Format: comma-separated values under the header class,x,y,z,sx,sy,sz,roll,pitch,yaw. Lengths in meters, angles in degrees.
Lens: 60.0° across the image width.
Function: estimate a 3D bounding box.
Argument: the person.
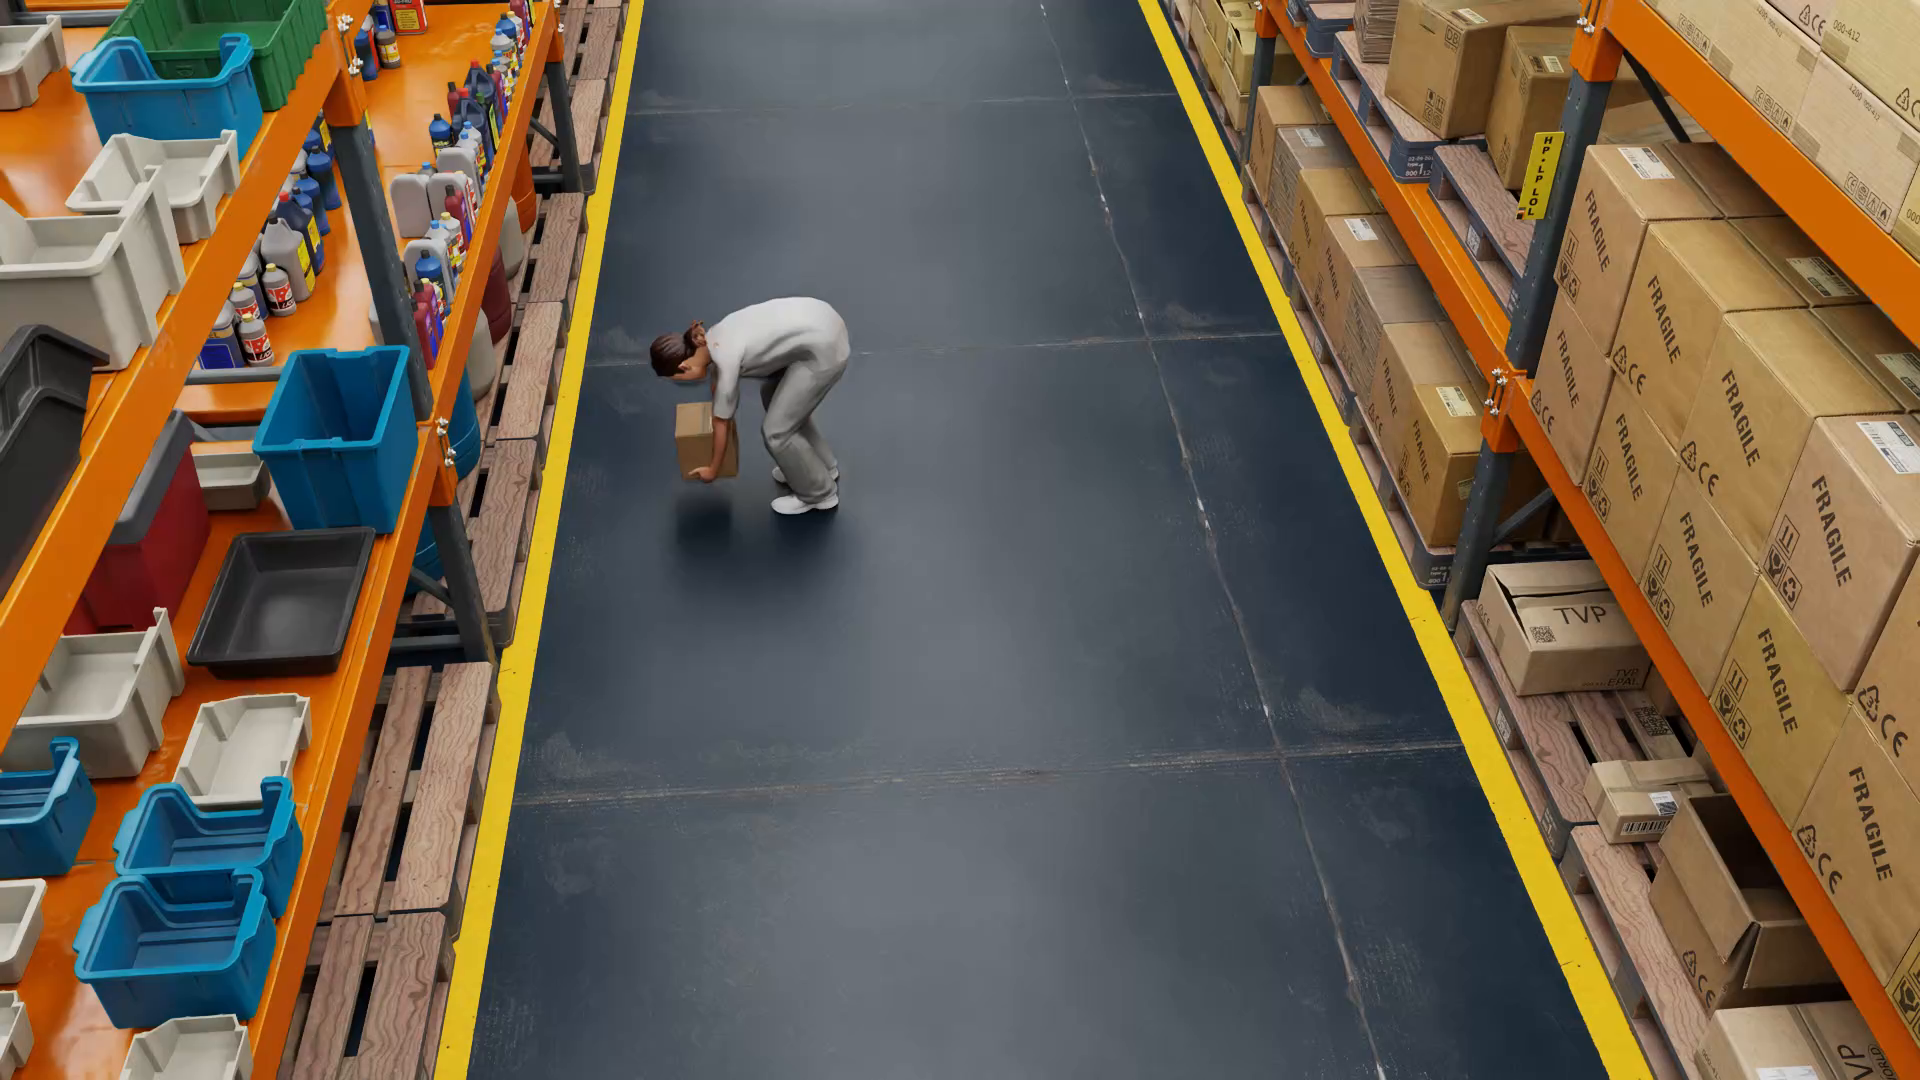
class,x,y,z,sx,sy,sz,roll,pitch,yaw
person,-0.910,-0.592,7.415,0.866,0.998,0.446,-5,39,-6
